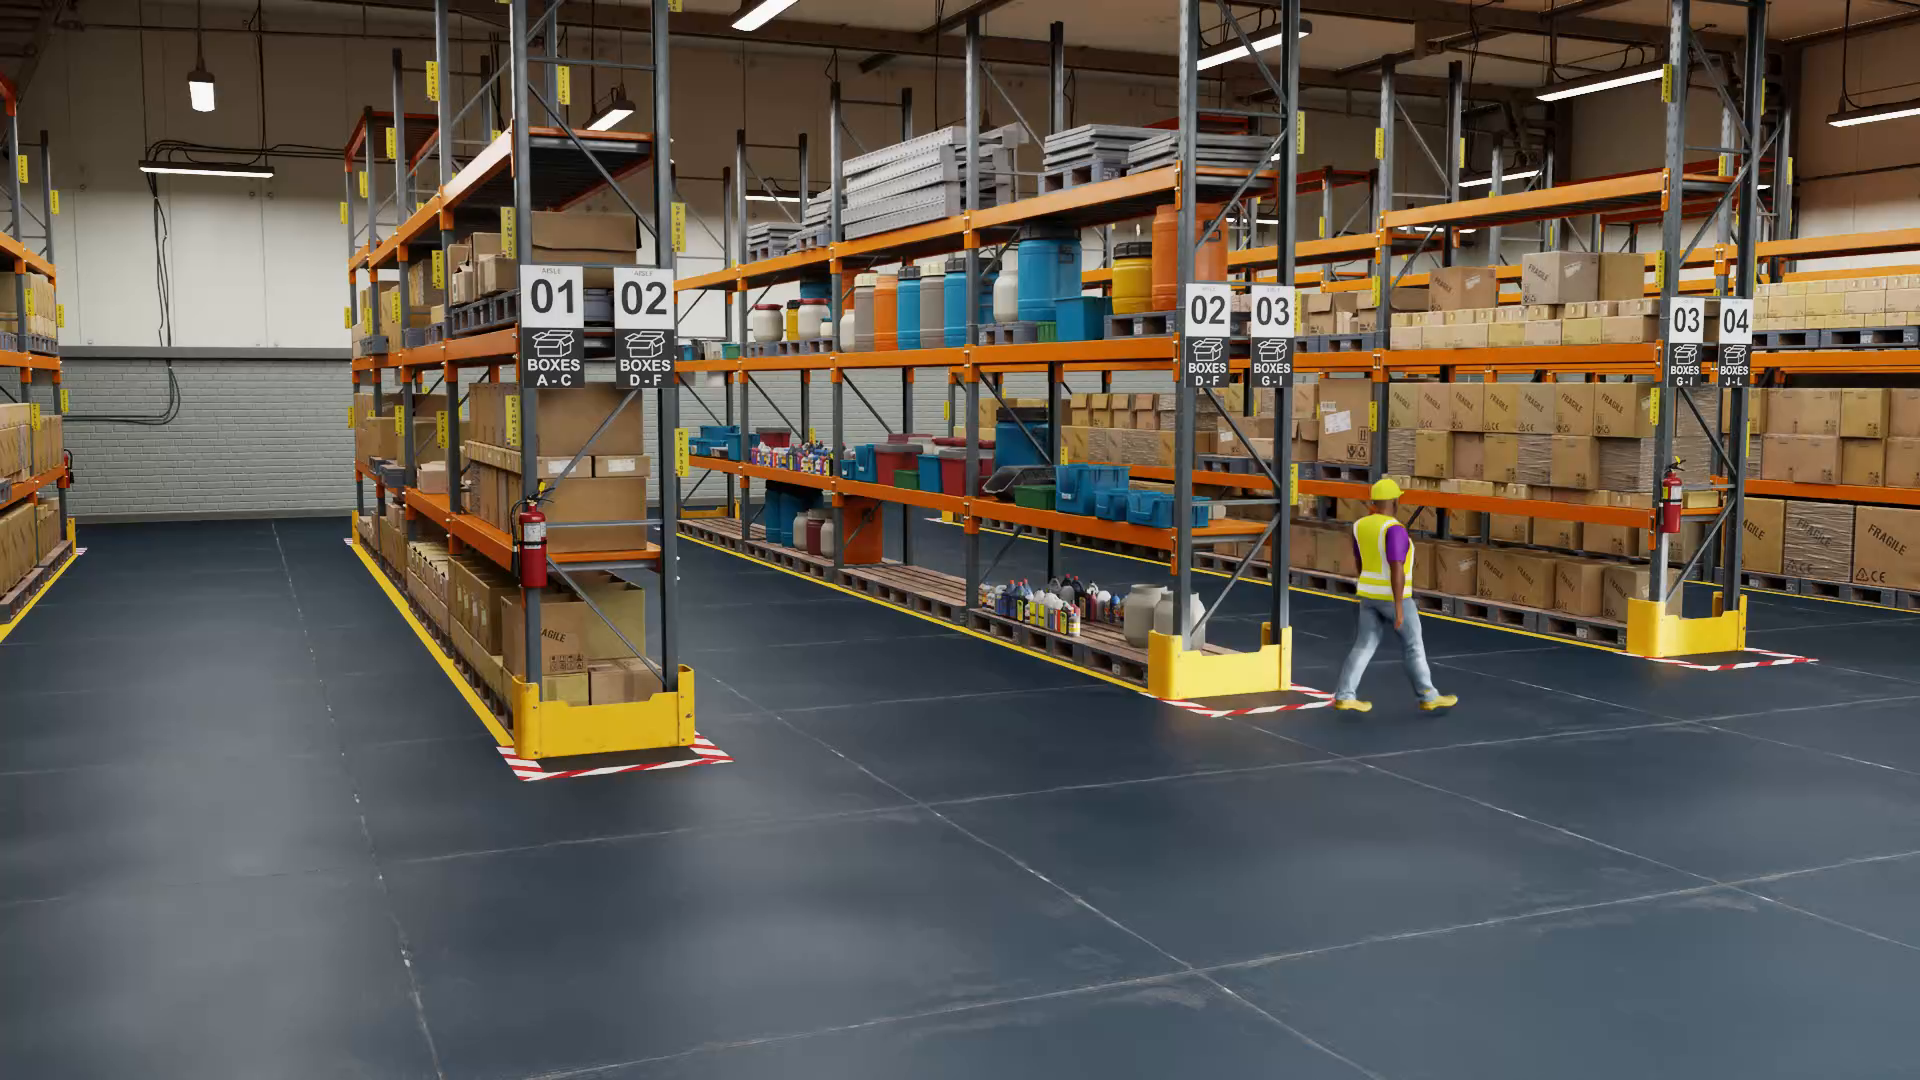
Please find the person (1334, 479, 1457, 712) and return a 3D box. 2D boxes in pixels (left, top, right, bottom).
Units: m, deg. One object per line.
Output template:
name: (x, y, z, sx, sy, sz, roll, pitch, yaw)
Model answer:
person: (3.181, 0.404, 12.251, 1.014, 1.718, 0.615, -3, 6, -29)
